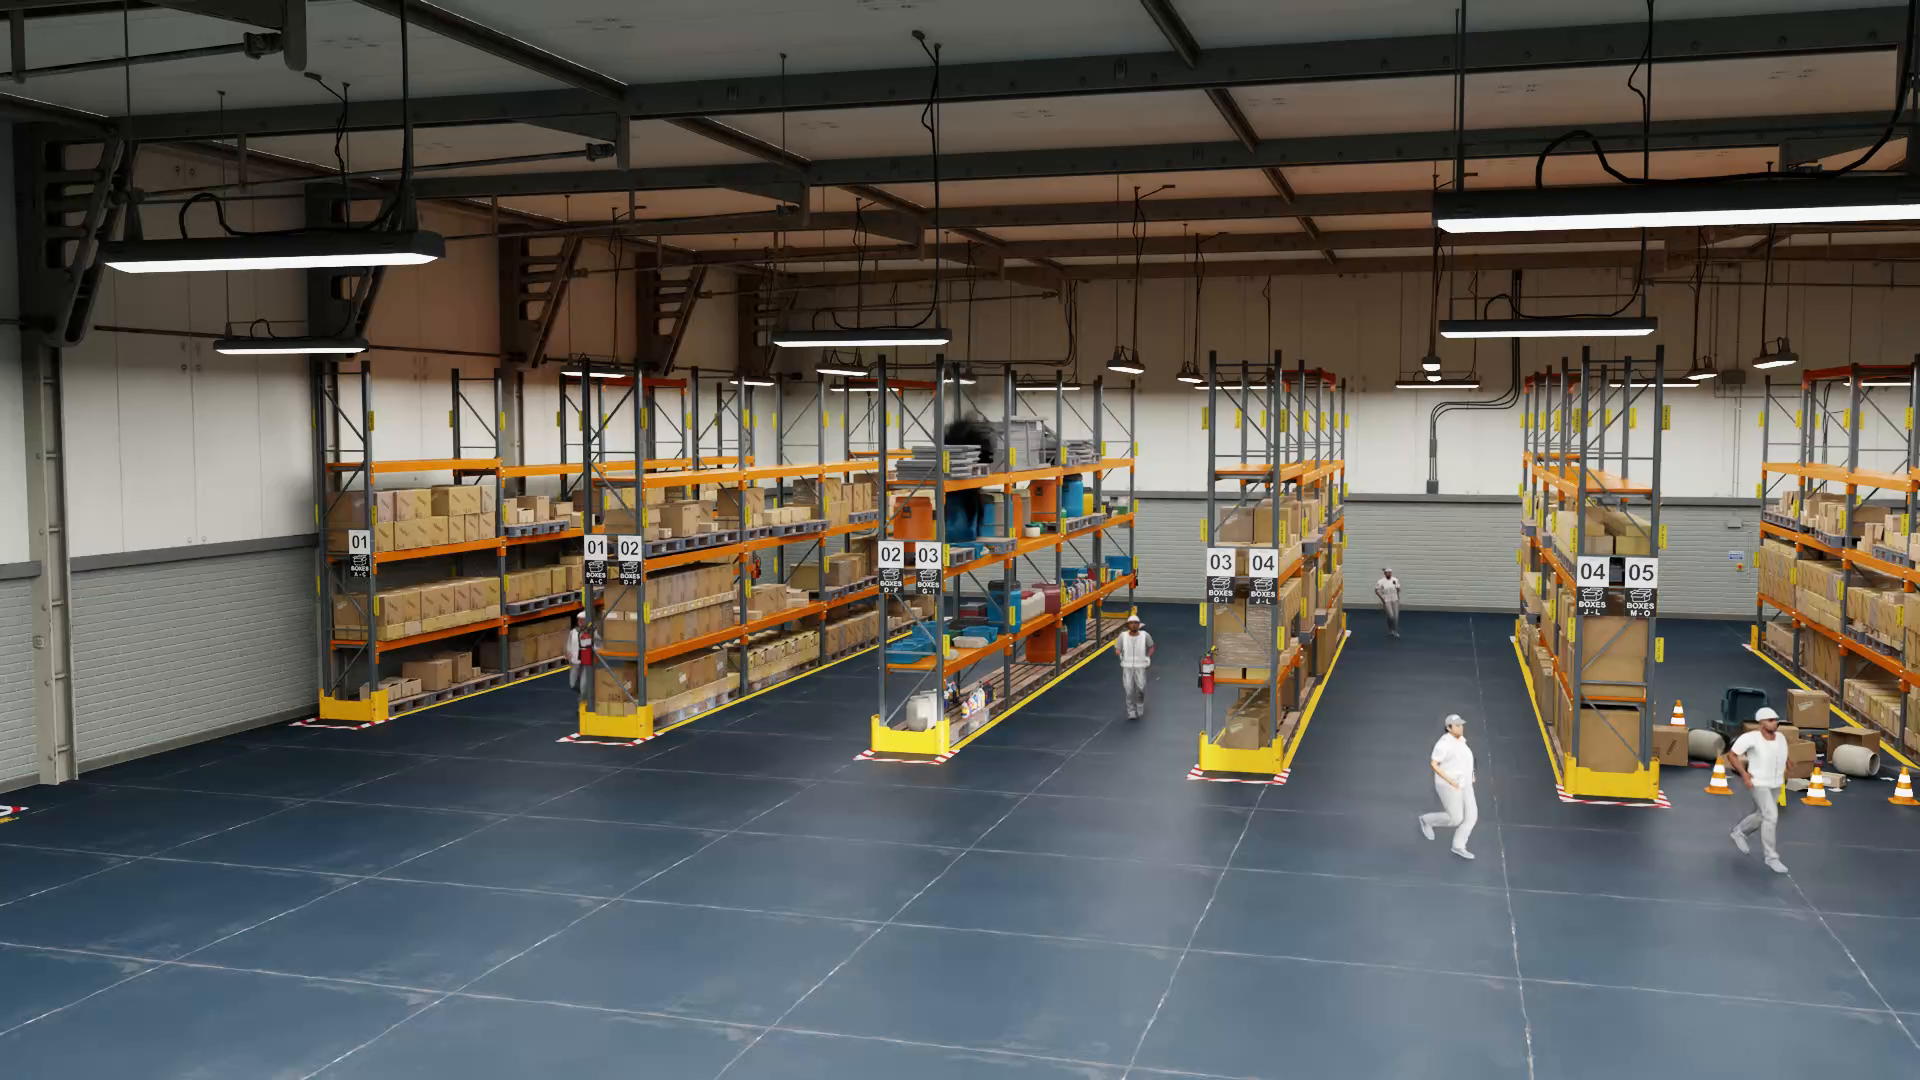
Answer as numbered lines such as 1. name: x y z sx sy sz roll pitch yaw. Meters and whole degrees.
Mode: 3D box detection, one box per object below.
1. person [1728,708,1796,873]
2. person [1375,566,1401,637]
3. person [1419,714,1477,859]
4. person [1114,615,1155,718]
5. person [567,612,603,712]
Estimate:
1. person: 9.045 2.758 18.726 0.685 1.778 0.891 -2 4 -21
2. person: 9.960 1.425 38.533 0.578 1.655 0.562 -1 4 -8
3. person: 5.693 2.830 19.262 0.614 1.639 0.642 -3 5 -38
4. person: 2.917 2.134 27.850 0.669 1.737 0.589 1 4 7
5. person: -6.477 2.092 28.645 0.647 1.727 0.580 0 4 6
